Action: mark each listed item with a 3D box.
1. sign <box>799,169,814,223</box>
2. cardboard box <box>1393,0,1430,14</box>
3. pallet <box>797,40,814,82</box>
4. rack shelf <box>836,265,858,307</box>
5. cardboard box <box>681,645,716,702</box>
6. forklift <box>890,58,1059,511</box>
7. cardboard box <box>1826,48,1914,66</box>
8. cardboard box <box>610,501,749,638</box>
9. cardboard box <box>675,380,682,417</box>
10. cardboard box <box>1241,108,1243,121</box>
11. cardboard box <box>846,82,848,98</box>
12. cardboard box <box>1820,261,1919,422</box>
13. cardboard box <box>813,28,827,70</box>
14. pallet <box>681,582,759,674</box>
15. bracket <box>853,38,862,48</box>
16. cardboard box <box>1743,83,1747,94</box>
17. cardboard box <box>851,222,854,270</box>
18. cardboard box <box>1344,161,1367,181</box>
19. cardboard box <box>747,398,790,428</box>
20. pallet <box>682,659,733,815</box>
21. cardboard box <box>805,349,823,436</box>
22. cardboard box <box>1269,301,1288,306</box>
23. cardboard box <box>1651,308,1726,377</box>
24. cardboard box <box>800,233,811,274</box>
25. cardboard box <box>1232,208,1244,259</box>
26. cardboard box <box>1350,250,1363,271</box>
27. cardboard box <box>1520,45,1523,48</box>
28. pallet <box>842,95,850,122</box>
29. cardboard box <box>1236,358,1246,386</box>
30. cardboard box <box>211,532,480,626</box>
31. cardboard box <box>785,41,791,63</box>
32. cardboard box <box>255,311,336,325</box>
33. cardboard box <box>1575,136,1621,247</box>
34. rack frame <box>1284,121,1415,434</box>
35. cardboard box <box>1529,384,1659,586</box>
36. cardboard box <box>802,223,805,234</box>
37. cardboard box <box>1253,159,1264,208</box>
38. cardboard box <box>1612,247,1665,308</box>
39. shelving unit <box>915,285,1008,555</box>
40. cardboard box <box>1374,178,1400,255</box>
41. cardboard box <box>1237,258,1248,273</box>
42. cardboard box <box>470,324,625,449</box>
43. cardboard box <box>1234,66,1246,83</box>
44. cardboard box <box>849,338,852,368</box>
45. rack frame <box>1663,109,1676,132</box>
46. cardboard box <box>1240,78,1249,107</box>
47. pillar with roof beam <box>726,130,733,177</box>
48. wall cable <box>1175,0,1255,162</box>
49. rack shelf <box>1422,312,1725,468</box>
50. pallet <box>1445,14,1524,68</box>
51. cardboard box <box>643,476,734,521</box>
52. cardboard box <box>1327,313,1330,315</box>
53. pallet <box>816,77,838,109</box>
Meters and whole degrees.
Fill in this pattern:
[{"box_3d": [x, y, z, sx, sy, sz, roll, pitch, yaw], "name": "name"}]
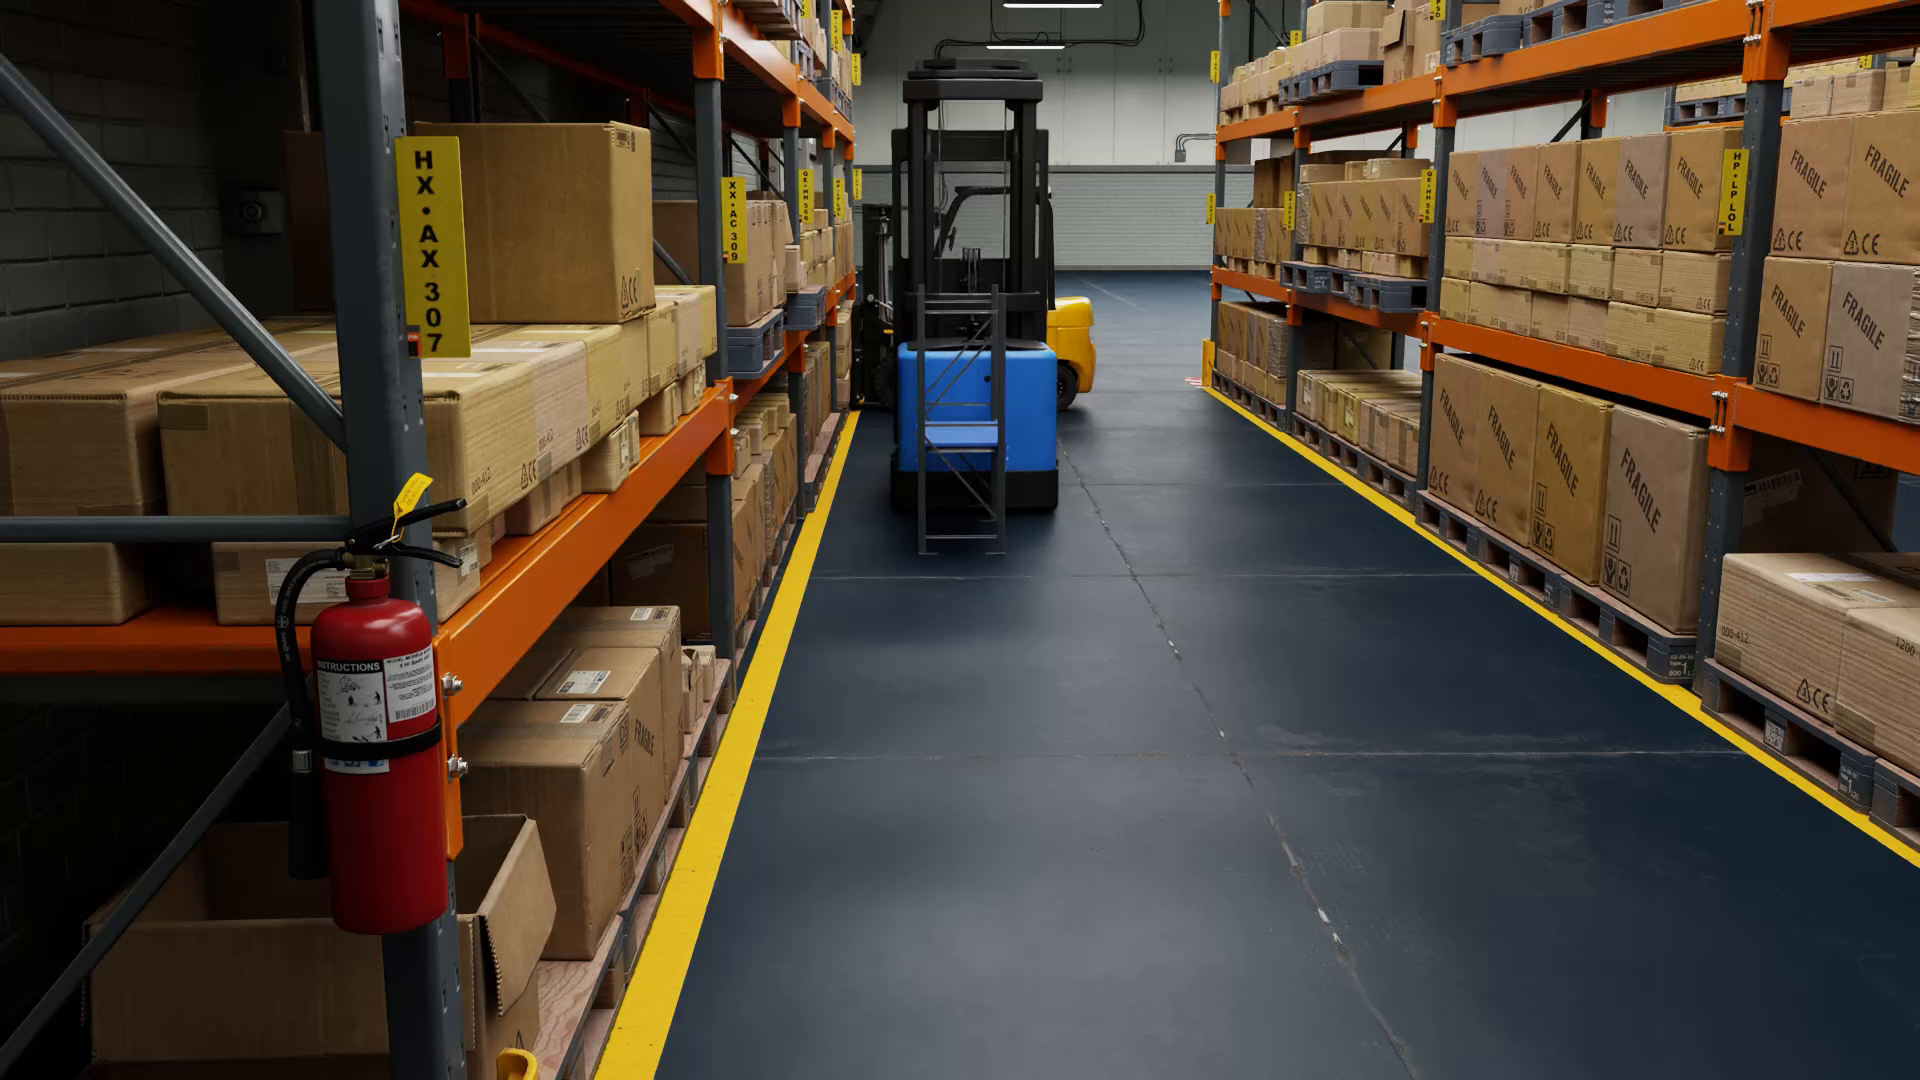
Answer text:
[{"box_3d": [-0.955, -2.132, 10.310, 0.100, 0.325, 0.005, 0, 11, -1], "name": "sign"}, {"box_3d": [3.565, -3.945, 12.481, 0.500, 0.250, 0.500, 0, 11, 0], "name": "cardboard box"}, {"box_3d": [-1.601, -3.111, 10.780, 1.213, 0.211, 1.003, 0, 11, 1], "name": "pallet"}, {"box_3d": [-1.622, -2.439, 16.347, 1.077, 0.370, 4.000, 0, 11, -1], "name": "rack shelf"}, {"box_3d": [-1.110, 0.497, 6.179, 0.380, 0.149, 0.250, -1, 11, -3], "name": "cardboard box"}, {"box_3d": [0.059, -1.872, 11.913, 1.130, 2.935, 3.031, 0, 11, -2], "name": "forklift"}, {"box_3d": [8.062, -4.350, 14.732, 0.500, 0.250, 0.500, 0, 11, -2], "name": "cardboard box"}, {"box_3d": [-1.200, 0.118, 7.163, 0.500, 0.500, 0.500, 0, 11, 1], "name": "cardboard box"}, {"box_3d": [-1.121, -0.463, 5.429, 0.380, 0.149, 0.250, 0, 11, 0], "name": "cardboard box"}, {"box_3d": [3.078, -4.336, 16.977, 0.380, 0.149, 0.250, 0, 11, -2], "name": "cardboard box"}, {"box_3d": [-1.342, -4.628, 17.105, 0.380, 0.149, 0.250, -1, 11, -3], "name": "cardboard box"}, {"box_3d": [3.302, -0.680, 5.613, 0.500, 0.500, 0.500, 0, 11, -1], "name": "cardboard box"}, {"box_3d": [-1.322, -3.932, 13.271, 0.500, 0.311, 0.500, -1, 11, -3], "name": "cardboard box"}, {"box_3d": [-1.470, 0.401, 7.551, 1.003, 0.211, 1.213, 0, 11, -1], "name": "pallet"}, {"box_3d": [-2.806, -13.634, 45.576, 0.235, 0.232, 0.430, 0, 11, -1], "name": "bracket"}, {"box_3d": [7.965, -4.482, 16.385, 0.380, 0.149, 0.250, 0, 11, -1], "name": "cardboard box"}, {"box_3d": [-1.390, -3.142, 17.748, 0.500, 0.500, 0.500, 0, 11, -2], "name": "cardboard box"}, {"box_3d": [3.164, -2.823, 12.744, 0.380, 0.149, 0.250, 0, 11, 2], "name": "cardboard box"}, {"box_3d": [-1.198, -0.746, 9.793, 0.380, 0.149, 0.250, -1, 11, -4], "name": "cardboard box"}, {"box_3d": [-1.402, 0.699, 6.082, 1.003, 0.211, 1.213, 0, 11, -1], "name": "pallet"}, {"box_3d": [-1.550, -1.178, 13.239, 0.875, 0.625, 0.625, 0, 11, -2], "name": "cardboard box"}, {"box_3d": [3.577, -2.278, 17.717, 0.500, 0.500, 0.500, 0, 11, -1], "name": "cardboard box"}, {"box_3d": [3.286, -0.840, 7.031, 0.500, 0.250, 0.500, -1, 11, -3], "name": "cardboard box"}, {"box_3d": [-1.238, -1.860, 10.802, 0.500, 0.250, 0.500, 0, 11, -1], "name": "cardboard box"}, {"box_3d": [3.058, -3.106, 16.824, 0.500, 0.500, 0.500, 0, 11, -2], "name": "cardboard box"}, {"box_3d": [3.112, -2.075, 12.317, 0.380, 0.149, 0.250, -1, 11, -3], "name": "cardboard box"}, {"box_3d": [3.623, -3.138, 10.778, 0.396, 0.266, 0.258, 0, 11, -1], "name": "cardboard box"}, {"box_3d": [-1.674, -4.475, 17.253, 1.003, 0.211, 1.213, 0, 11, -1], "name": "pallet"}, {"box_3d": [3.067, -1.697, 16.740, 0.500, 0.250, 0.500, 1, 11, 3], "name": "cardboard box"}, {"box_3d": [-1.065, 0.048, 2.911, 0.380, 0.149, 0.250, 0, 11, -2], "name": "cardboard box"}, {"box_3d": [-1.244, -2.895, 9.615, 0.500, 0.250, 0.500, -1, 11, -3], "name": "cardboard box"}, {"box_3d": [-1.633, -0.476, 4.492, 0.500, 0.250, 0.500, 0, 11, -1], "name": "cardboard box"}, {"box_3d": [3.278, -1.656, 7.909, 0.500, 0.500, 0.500, 0, 11, 1], "name": "cardboard box"}, {"box_3d": [3.382, -2.415, 14.420, 1.000, 3.000, 0.127, 0, 11, -1], "name": "rack frame"}, {"box_3d": [3.428, -0.292, 8.242, 0.875, 0.875, 0.875, 0, 11, 0], "name": "cardboard box"}, {"box_3d": [-1.217, -2.084, 10.902, 0.380, 0.149, 0.250, 0, 11, 0], "name": "cardboard box"}, {"box_3d": [3.528, -3.795, 17.704, 0.700, 0.500, 0.500, -1, 11, -3], "name": "cardboard box"}, {"box_3d": [3.278, -1.183, 7.463, 0.500, 0.250, 0.500, 0, 11, 0], "name": "cardboard box"}, {"box_3d": [-0.002, -0.752, 9.994, 0.538, 1.500, 1.048, 0, 11, -1], "name": "shelving unit"}, {"box_3d": [3.156, -2.213, 11.366, 0.500, 0.500, 0.500, 0, 11, -2], "name": "cardboard box"}, {"box_3d": [3.042, -2.814, 17.016, 0.380, 0.149, 0.250, 0, 11, 0], "name": "cardboard box"}, {"box_3d": [-1.097, -0.373, 3.984, 0.500, 0.250, 0.500, 0, 11, -2], "name": "cardboard box"}, {"box_3d": [2.998, -4.726, 16.894, 0.380, 0.149, 0.250, 0, 11, -1], "name": "cardboard box"}, {"box_3d": [-1.293, -1.795, 15.964, 0.500, 0.250, 0.500, 0, 11, -2], "name": "cardboard box"}, {"box_3d": [8.246, -3.251, 18.539, 1.000, 3.000, 0.127, 0, 11, -1], "name": "rack frame"}, {"box_3d": [3.080, -4.449, 16.529, 0.500, 0.250, 0.500, 0, 11, 1], "name": "cardboard box"}, {"box_3d": [1.754, -6.005, 17.026, 9.100, 9.000, 0.400, 0, 11, -1], "name": "pillar with roof beam"}, {"box_3d": [7.583, -14.244, 49.085, 2.305, 6.003, 0.169, 0, 11, -1], "name": "wall cable"}, {"box_3d": [3.506, -0.870, 8.613, 1.077, 0.370, 4.000, 0, 11, -1], "name": "rack shelf"}, {"box_3d": [3.531, -2.870, 9.592, 1.213, 0.211, 1.003, 0, 11, 1], "name": "pallet"}, {"box_3d": [-1.156, -0.175, 6.977, 0.380, 0.149, 0.250, 0, 11, 2], "name": "cardboard box"}, {"box_3d": [3.685, -2.205, 15.723, 0.380, 0.149, 0.250, 0, 11, 1], "name": "cardboard box"}, {"box_3d": [-1.624, -3.990, 14.862, 1.003, 0.211, 1.213, 0, 11, -1], "name": "pallet"}]
